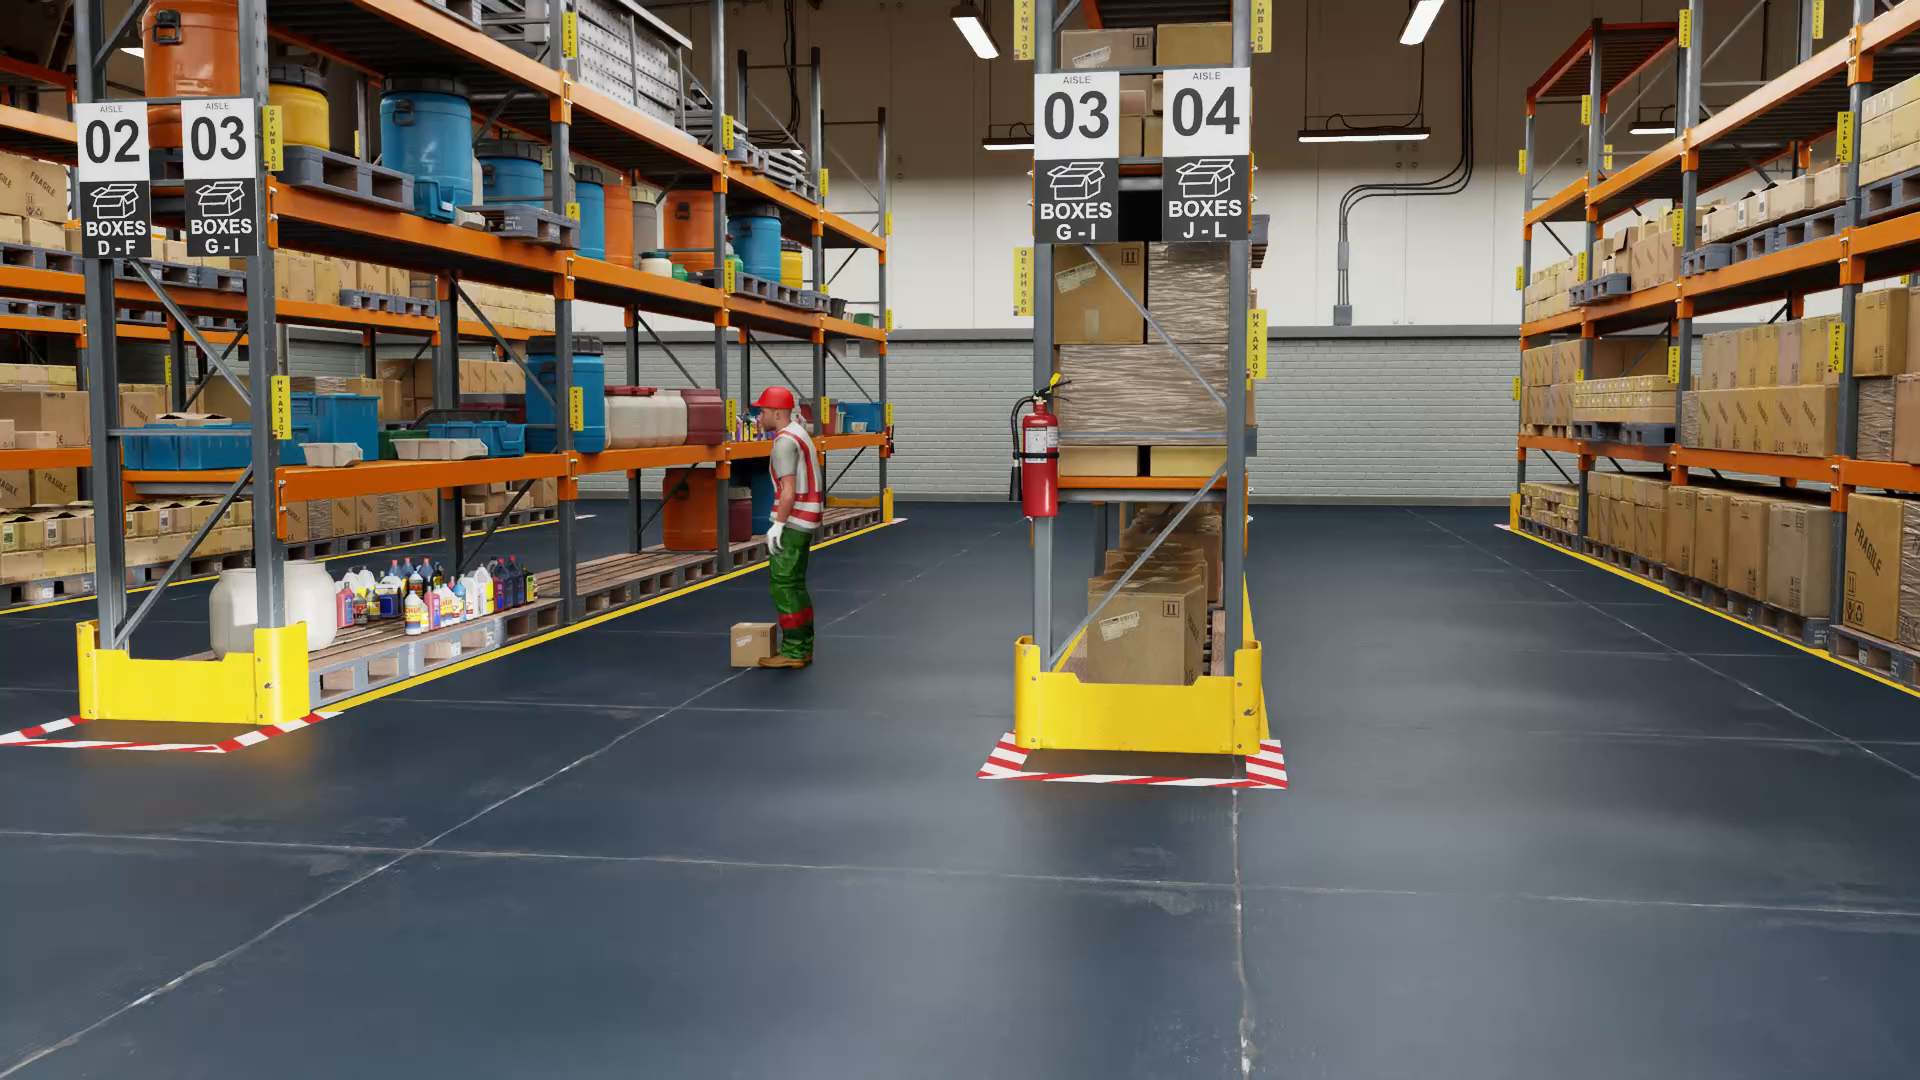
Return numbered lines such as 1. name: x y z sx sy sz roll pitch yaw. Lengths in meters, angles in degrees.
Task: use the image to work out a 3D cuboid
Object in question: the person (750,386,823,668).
1. person: -1.100 -0.085 10.578 0.446 1.780 0.620 0 4 5
